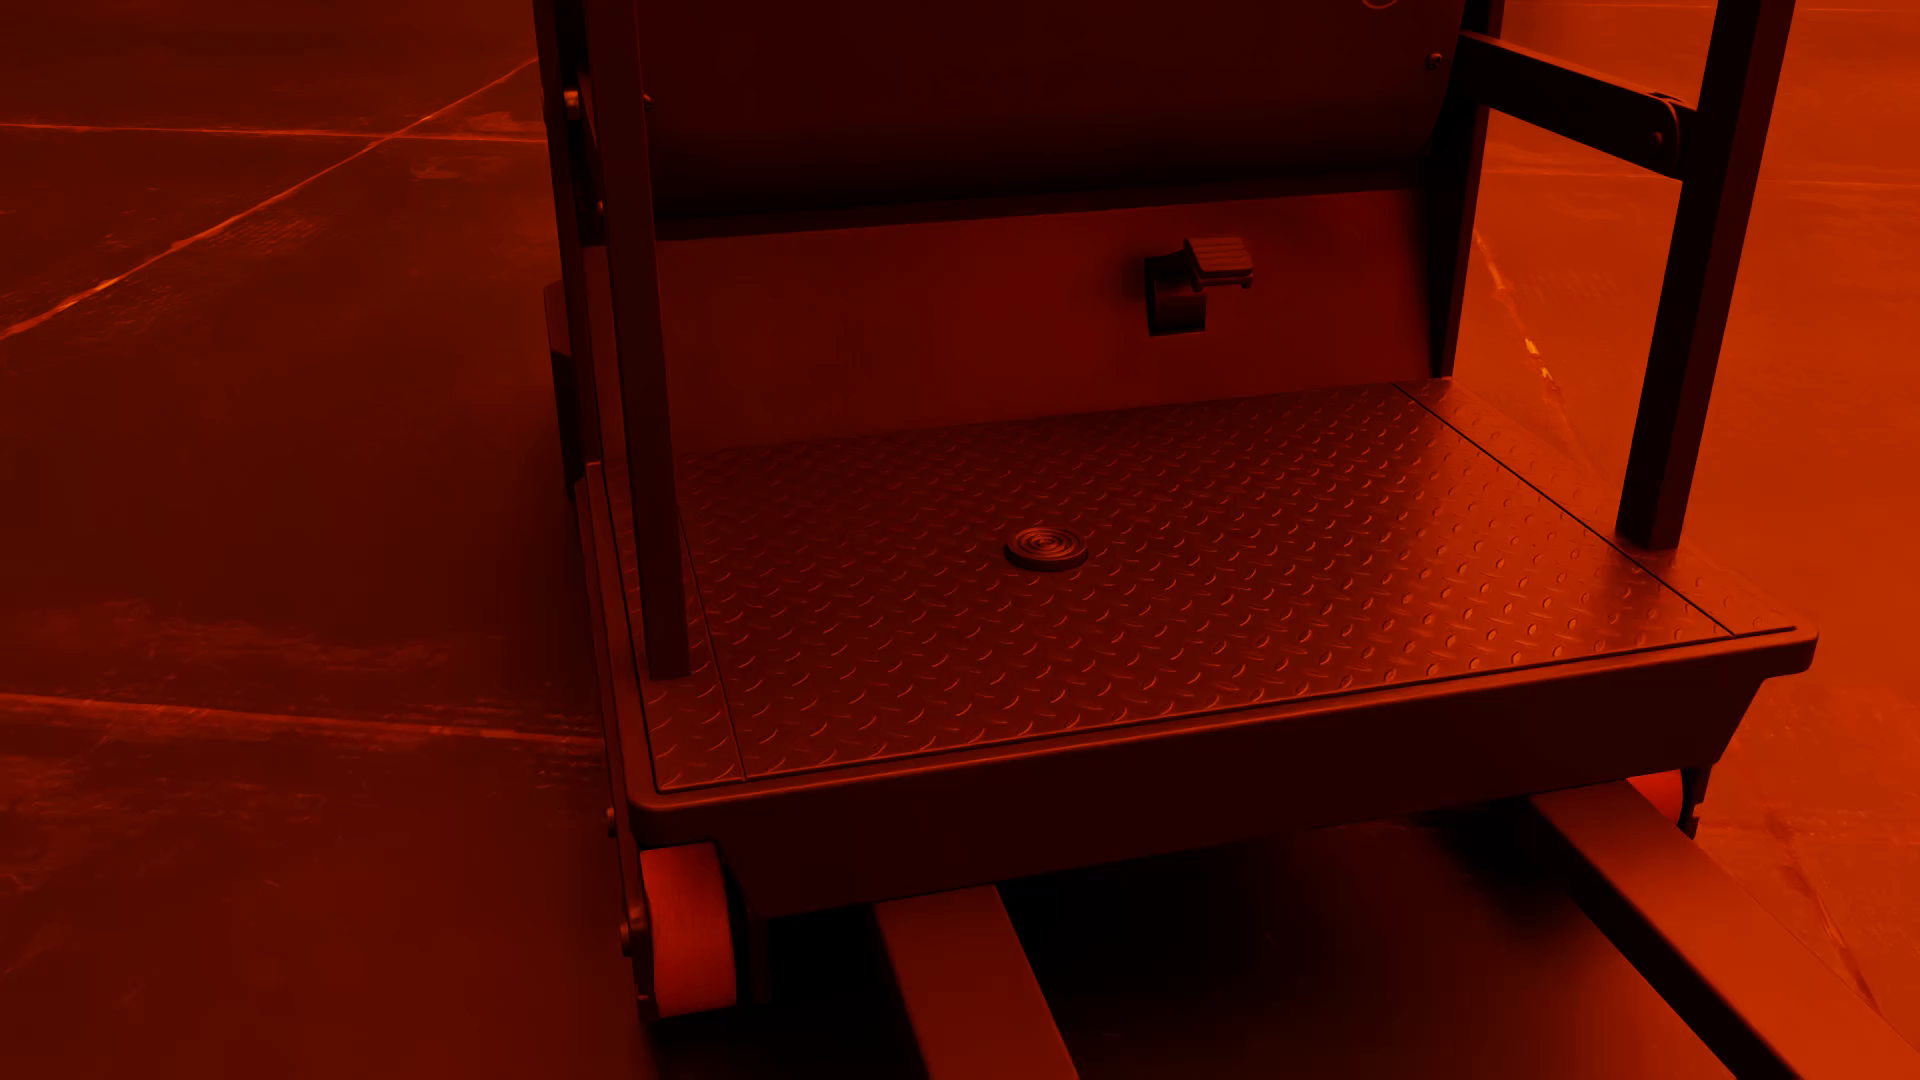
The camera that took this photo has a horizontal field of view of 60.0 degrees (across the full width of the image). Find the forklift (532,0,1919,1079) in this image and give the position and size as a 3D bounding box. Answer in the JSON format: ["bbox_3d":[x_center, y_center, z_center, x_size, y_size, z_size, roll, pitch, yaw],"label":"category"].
[{"bbox_3d":[0.153,-1.049,1.319,1.130,2.935,3.031,-7,27,-13],"label":"forklift"}]
